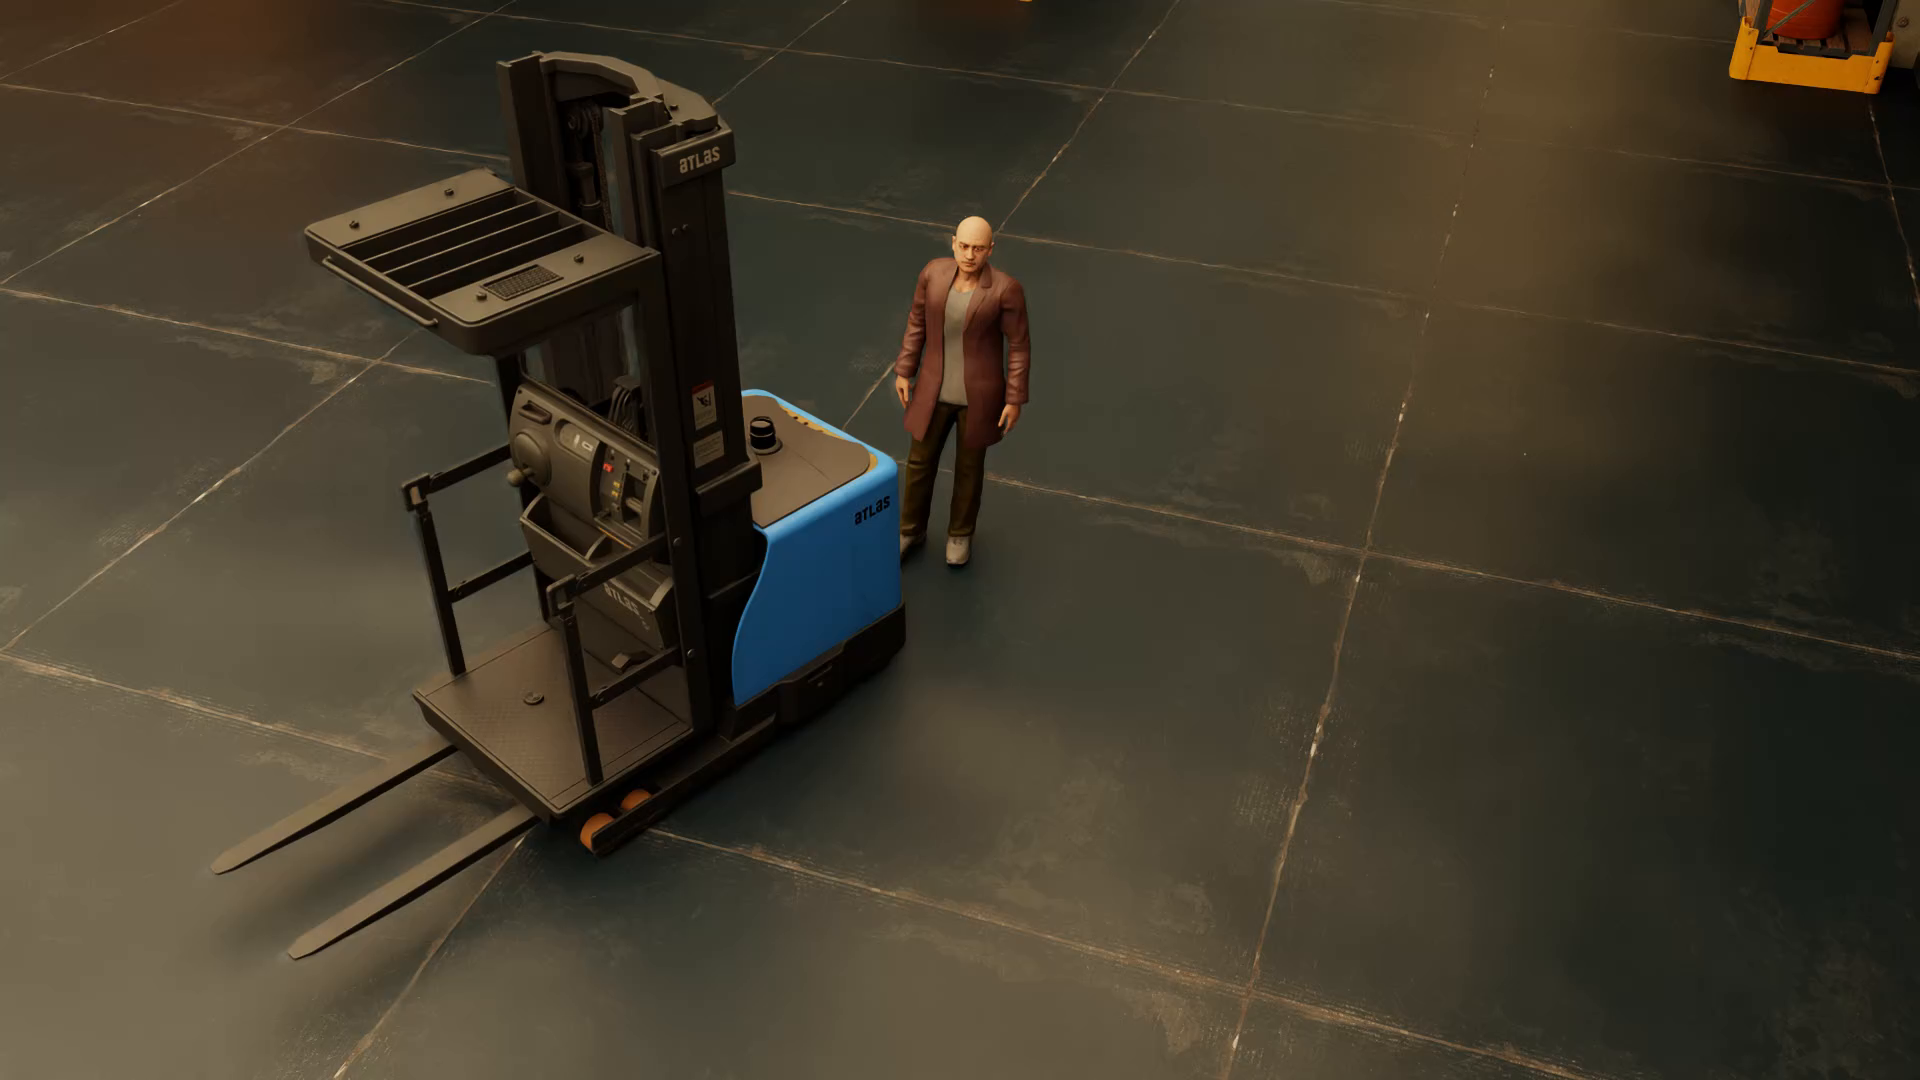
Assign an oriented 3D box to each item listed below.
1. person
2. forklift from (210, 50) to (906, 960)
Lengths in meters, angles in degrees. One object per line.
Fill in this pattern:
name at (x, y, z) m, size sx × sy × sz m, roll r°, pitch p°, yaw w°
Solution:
person at (-0.022, -0.674, 8.051) m, size 0.697 × 1.779 × 0.576 m, roll 12°, pitch 37°, yaw 16°
forklift at (-1.636, -0.243, 6.454) m, size 1.130 × 2.935 × 3.031 m, roll 29°, pitch 44°, yaw 34°
